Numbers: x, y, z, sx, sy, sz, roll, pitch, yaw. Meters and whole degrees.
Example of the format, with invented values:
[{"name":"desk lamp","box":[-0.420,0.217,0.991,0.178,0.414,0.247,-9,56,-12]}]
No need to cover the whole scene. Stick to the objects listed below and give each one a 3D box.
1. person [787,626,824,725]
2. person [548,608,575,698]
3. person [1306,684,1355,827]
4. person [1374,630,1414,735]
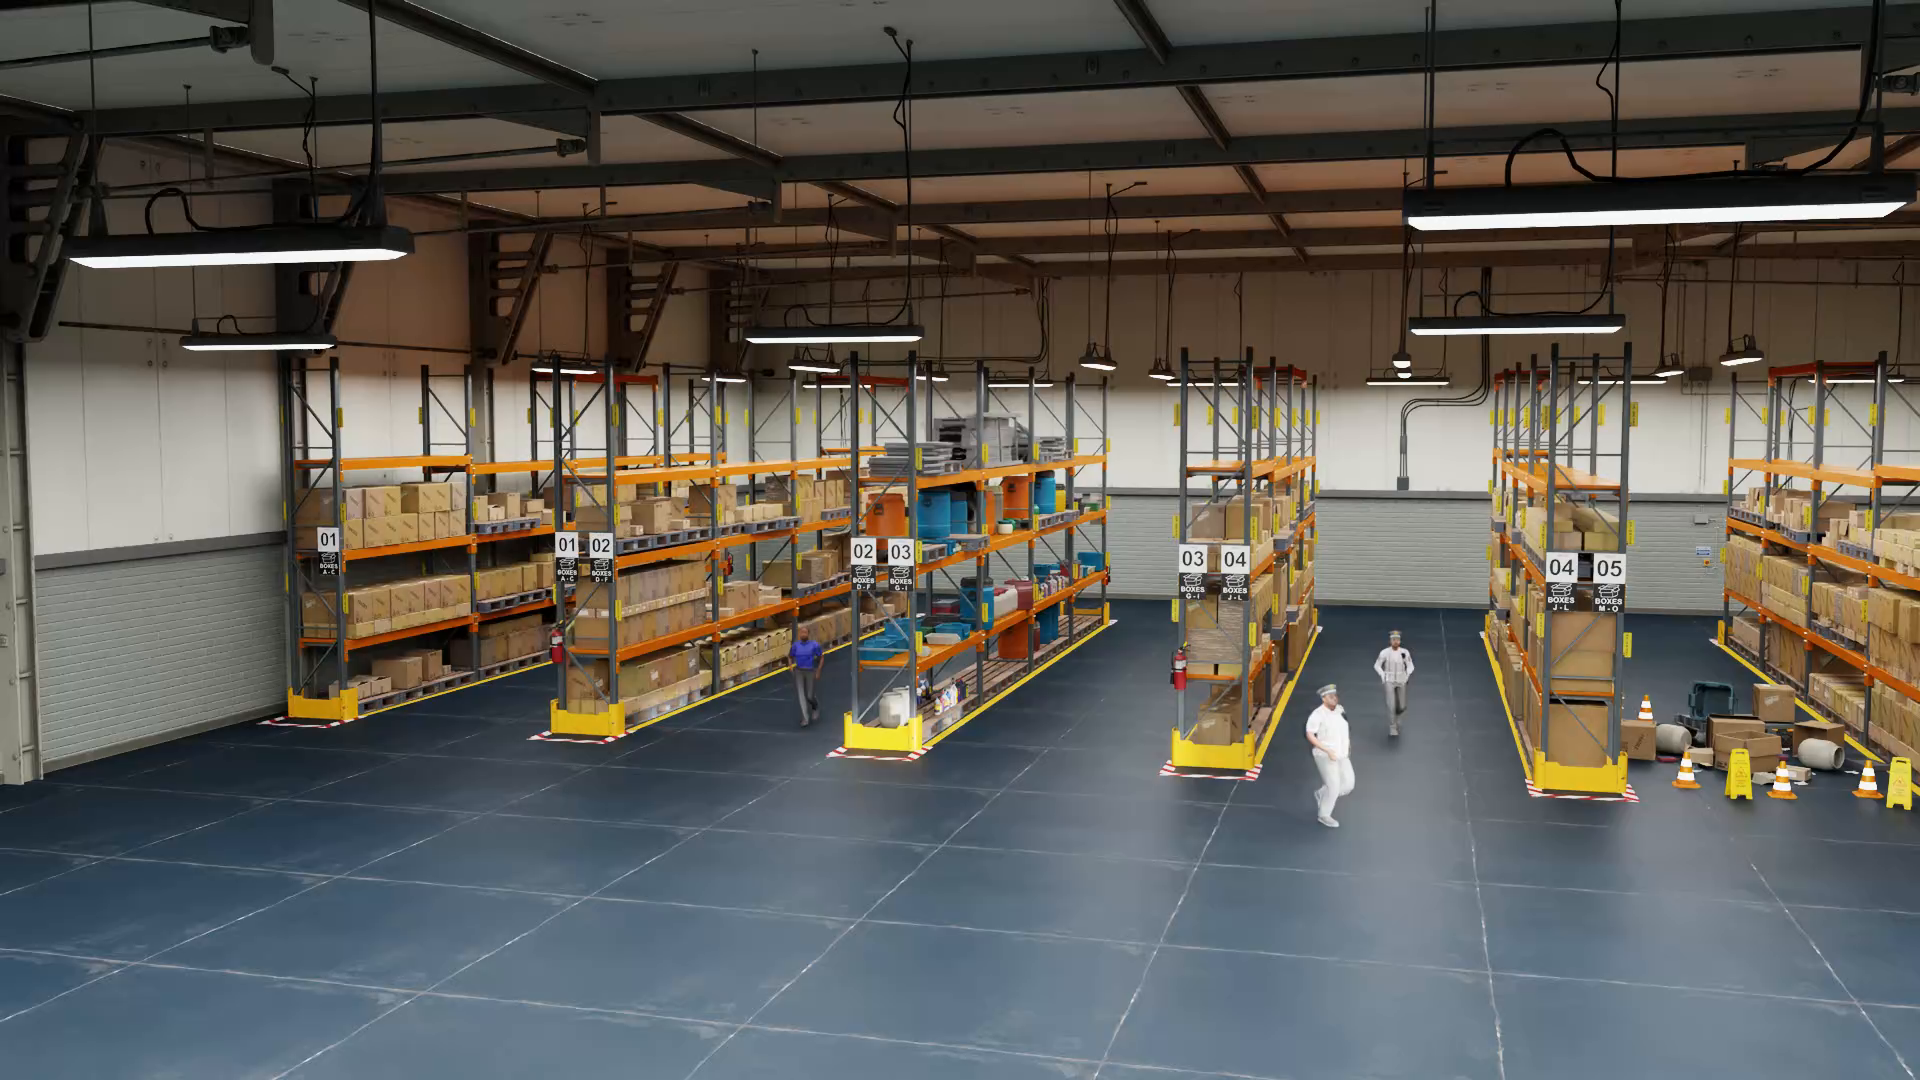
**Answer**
[{"name":"person","box":[-2.530,2.212,27.093,0.594,1.607,0.535,1,4,8]},{"name":"person","box":[-6.953,2.016,29.171,0.576,1.684,0.956,1,4,8]},{"name":"person","box":[4.567,2.634,20.498,0.666,1.752,0.550,-3,5,-34]},{"name":"person","box":[6.875,2.243,26.344,0.615,1.647,0.589,1,4,7]}]
